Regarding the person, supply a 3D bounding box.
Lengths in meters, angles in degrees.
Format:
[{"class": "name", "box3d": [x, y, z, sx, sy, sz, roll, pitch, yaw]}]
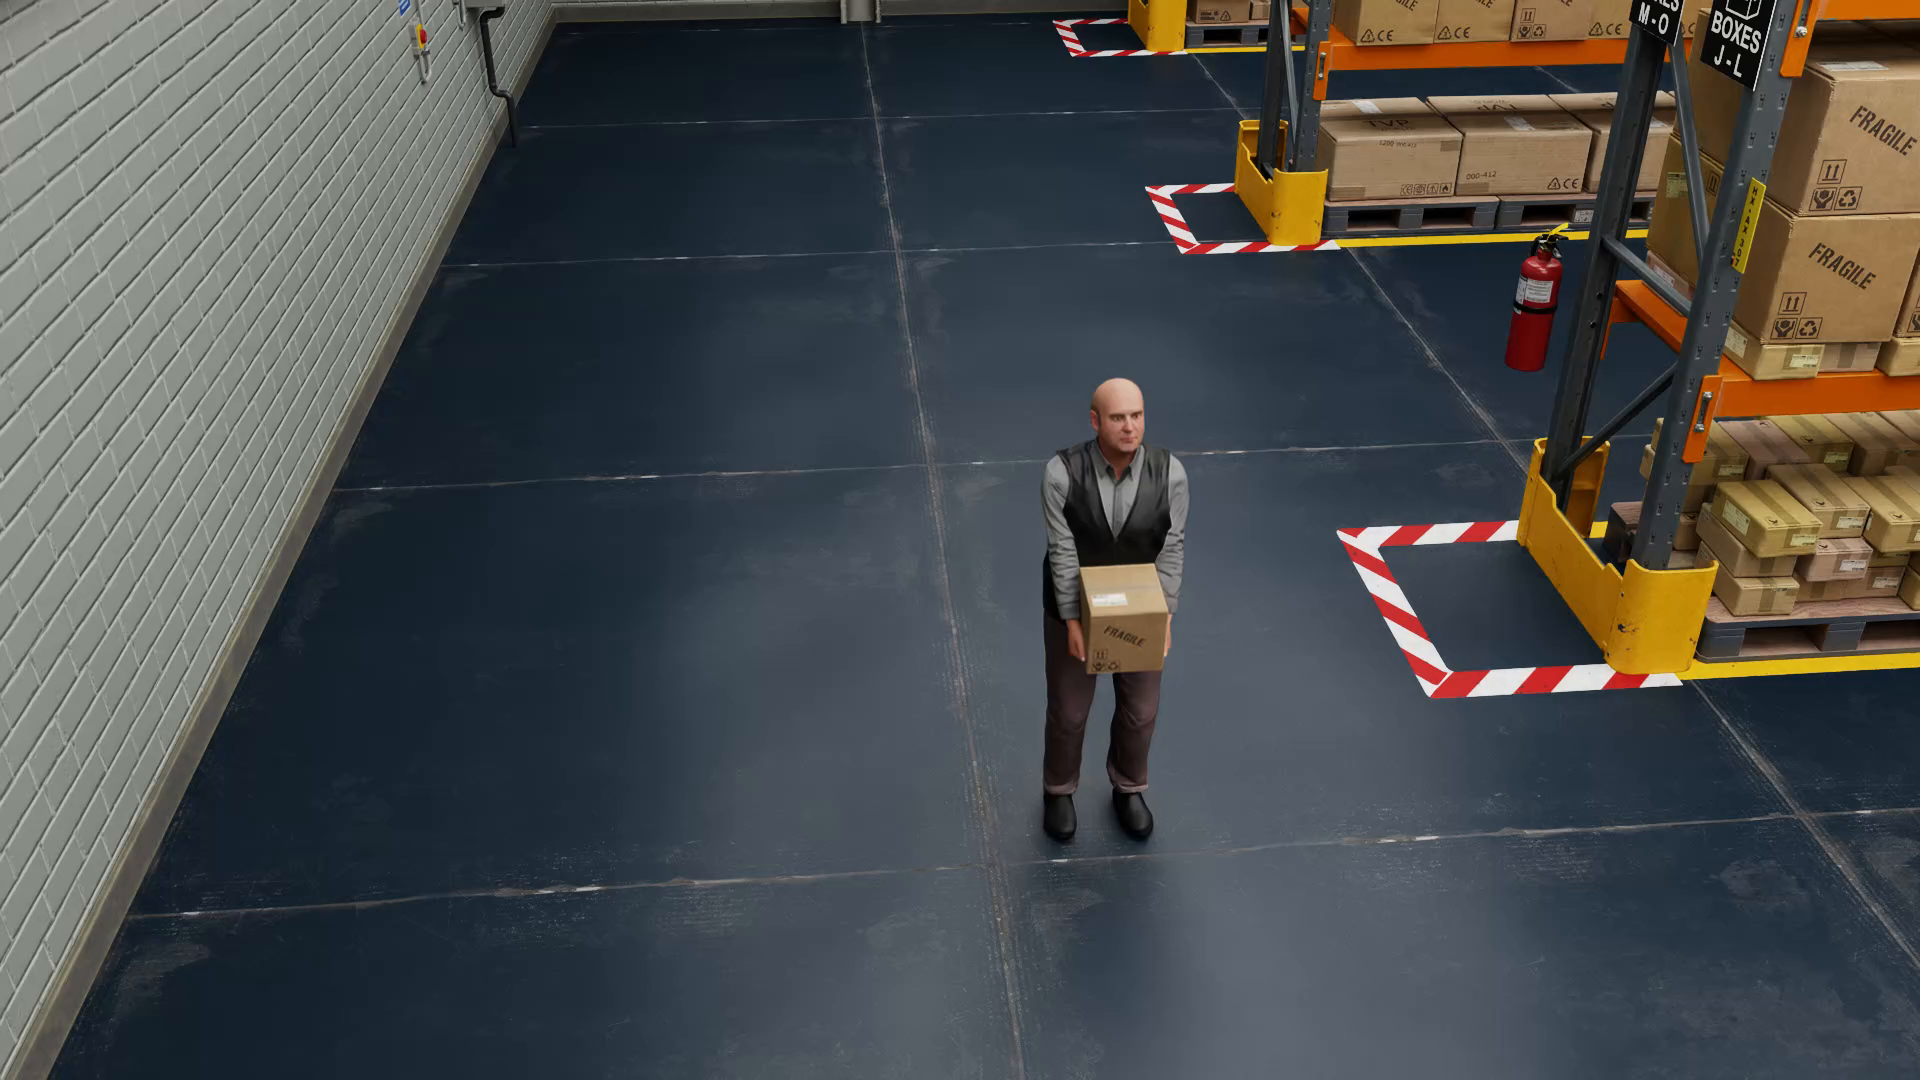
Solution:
[{"class": "person", "box3d": [0.523, 0.302, 5.661, 0.494, 1.712, 0.551, -3, 31, -4]}]
